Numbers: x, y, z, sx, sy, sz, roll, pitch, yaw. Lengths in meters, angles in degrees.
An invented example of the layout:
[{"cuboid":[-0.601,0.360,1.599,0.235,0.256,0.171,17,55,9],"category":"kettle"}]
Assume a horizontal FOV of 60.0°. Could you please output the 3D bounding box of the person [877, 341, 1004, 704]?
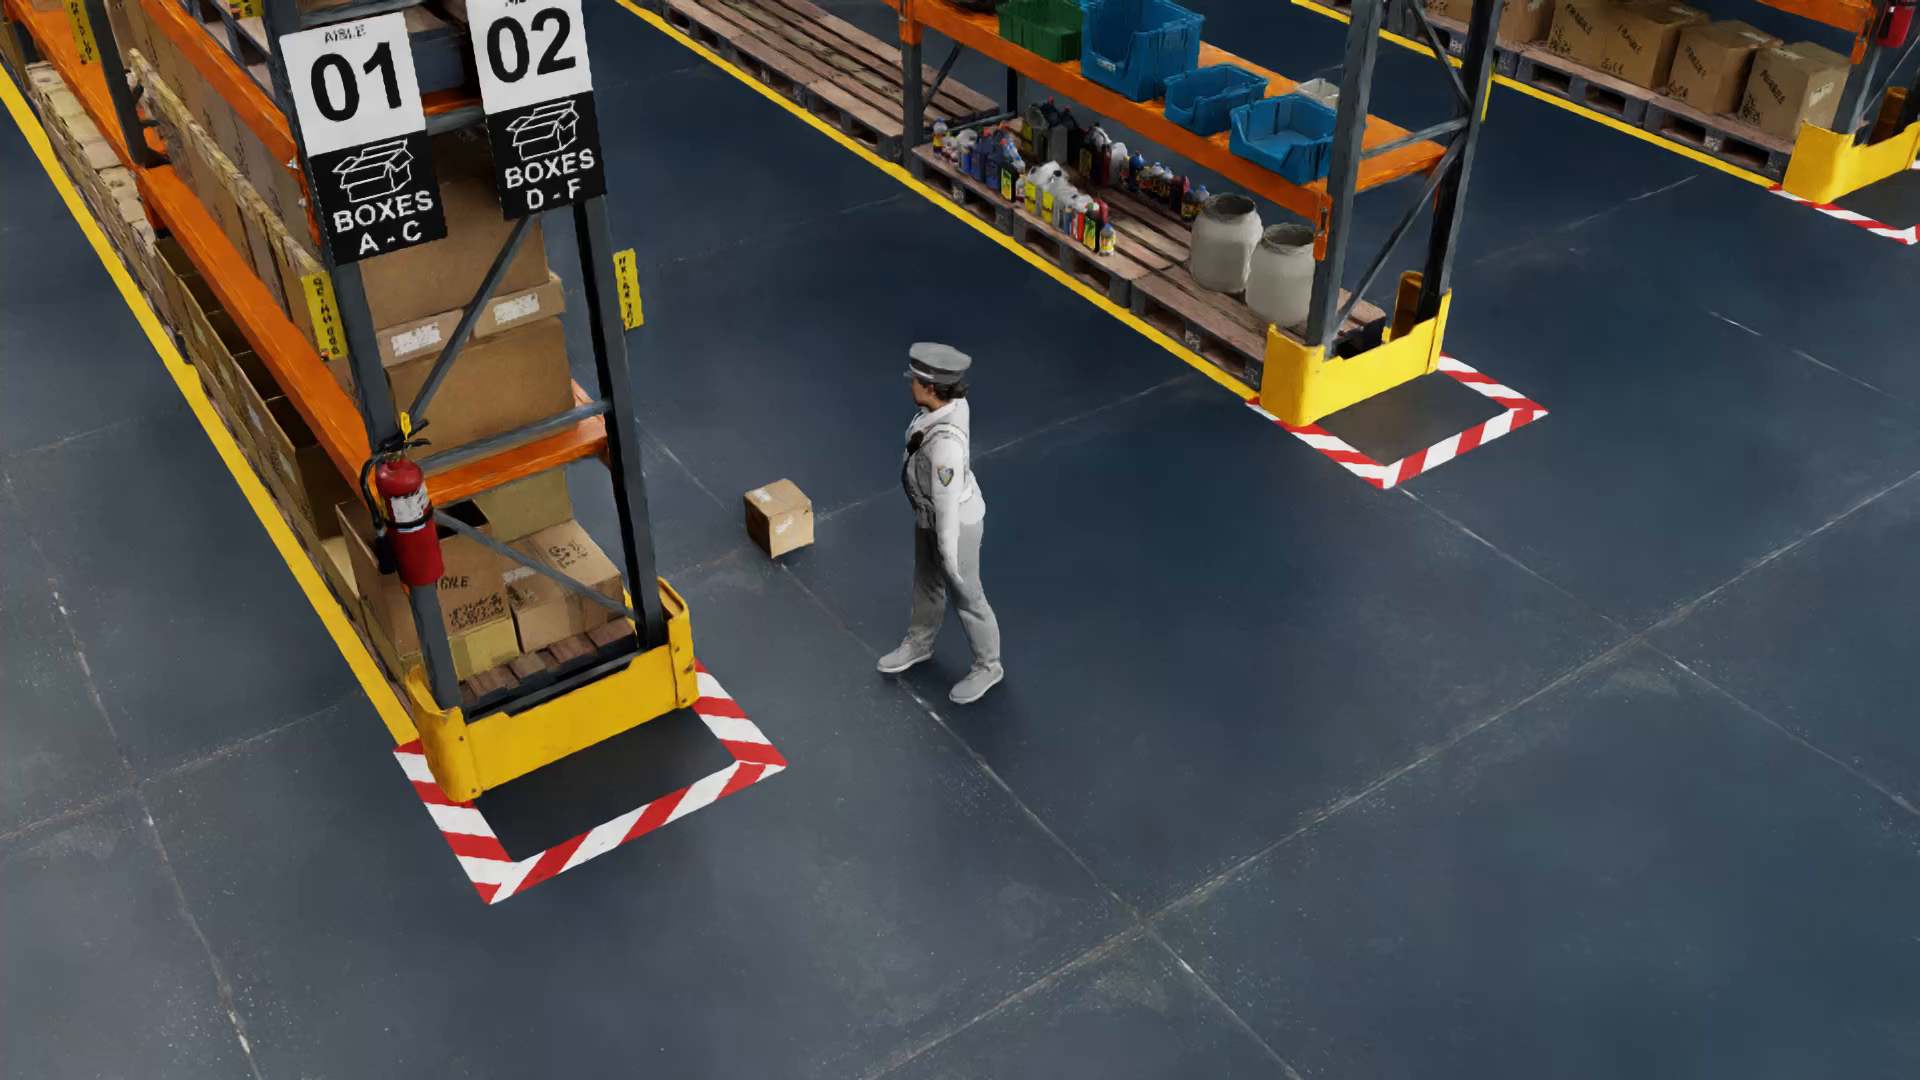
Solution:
[{"cuboid":[-0.099,-0.087,7.101,0.562,1.669,0.575,-4,37,-5],"category":"person"}]
